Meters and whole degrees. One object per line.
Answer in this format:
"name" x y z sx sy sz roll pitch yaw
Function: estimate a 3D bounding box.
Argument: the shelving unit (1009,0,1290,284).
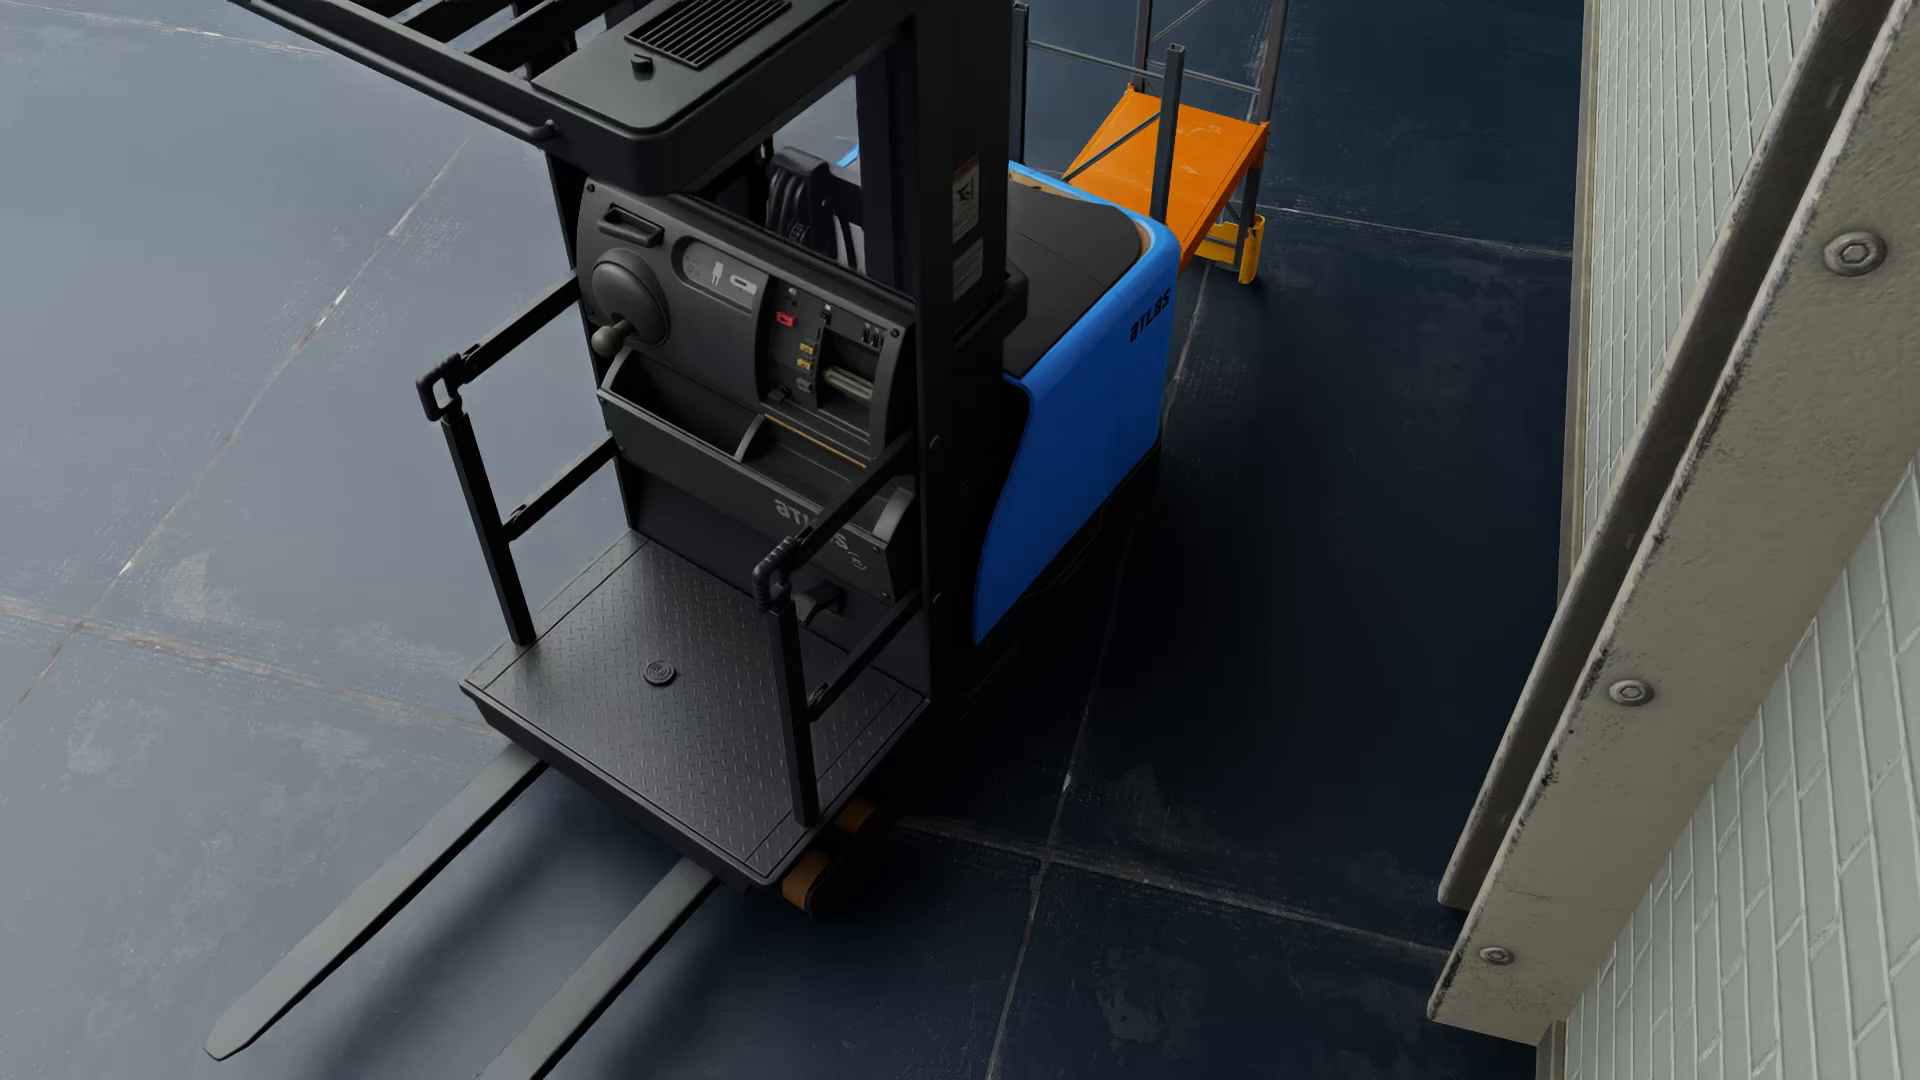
"shelving unit" 0.591 -1.218 5.324 0.587 1.500 1.083 21 52 17

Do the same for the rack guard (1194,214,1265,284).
"rack guard" 0.813 -1.138 6.088 0.587 0.250 0.087 21 52 17

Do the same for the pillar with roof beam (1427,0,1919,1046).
"pillar with roof beam" -2.777 -2.734 1.661 9.100 9.000 0.400 12 50 10

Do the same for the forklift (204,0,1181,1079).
"forklift" -0.634 -0.415 3.661 1.130 2.935 3.031 28 54 22

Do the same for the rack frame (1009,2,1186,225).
"rack frame" 0.368 -0.883 5.029 0.500 1.500 0.032 21 52 17

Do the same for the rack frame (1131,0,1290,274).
"rack frame" 0.822 -1.565 5.631 0.500 1.500 0.032 21 52 17

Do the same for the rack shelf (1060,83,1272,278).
"rack shelf" 0.595 -1.105 5.465 0.538 0.185 1.000 21 52 17
